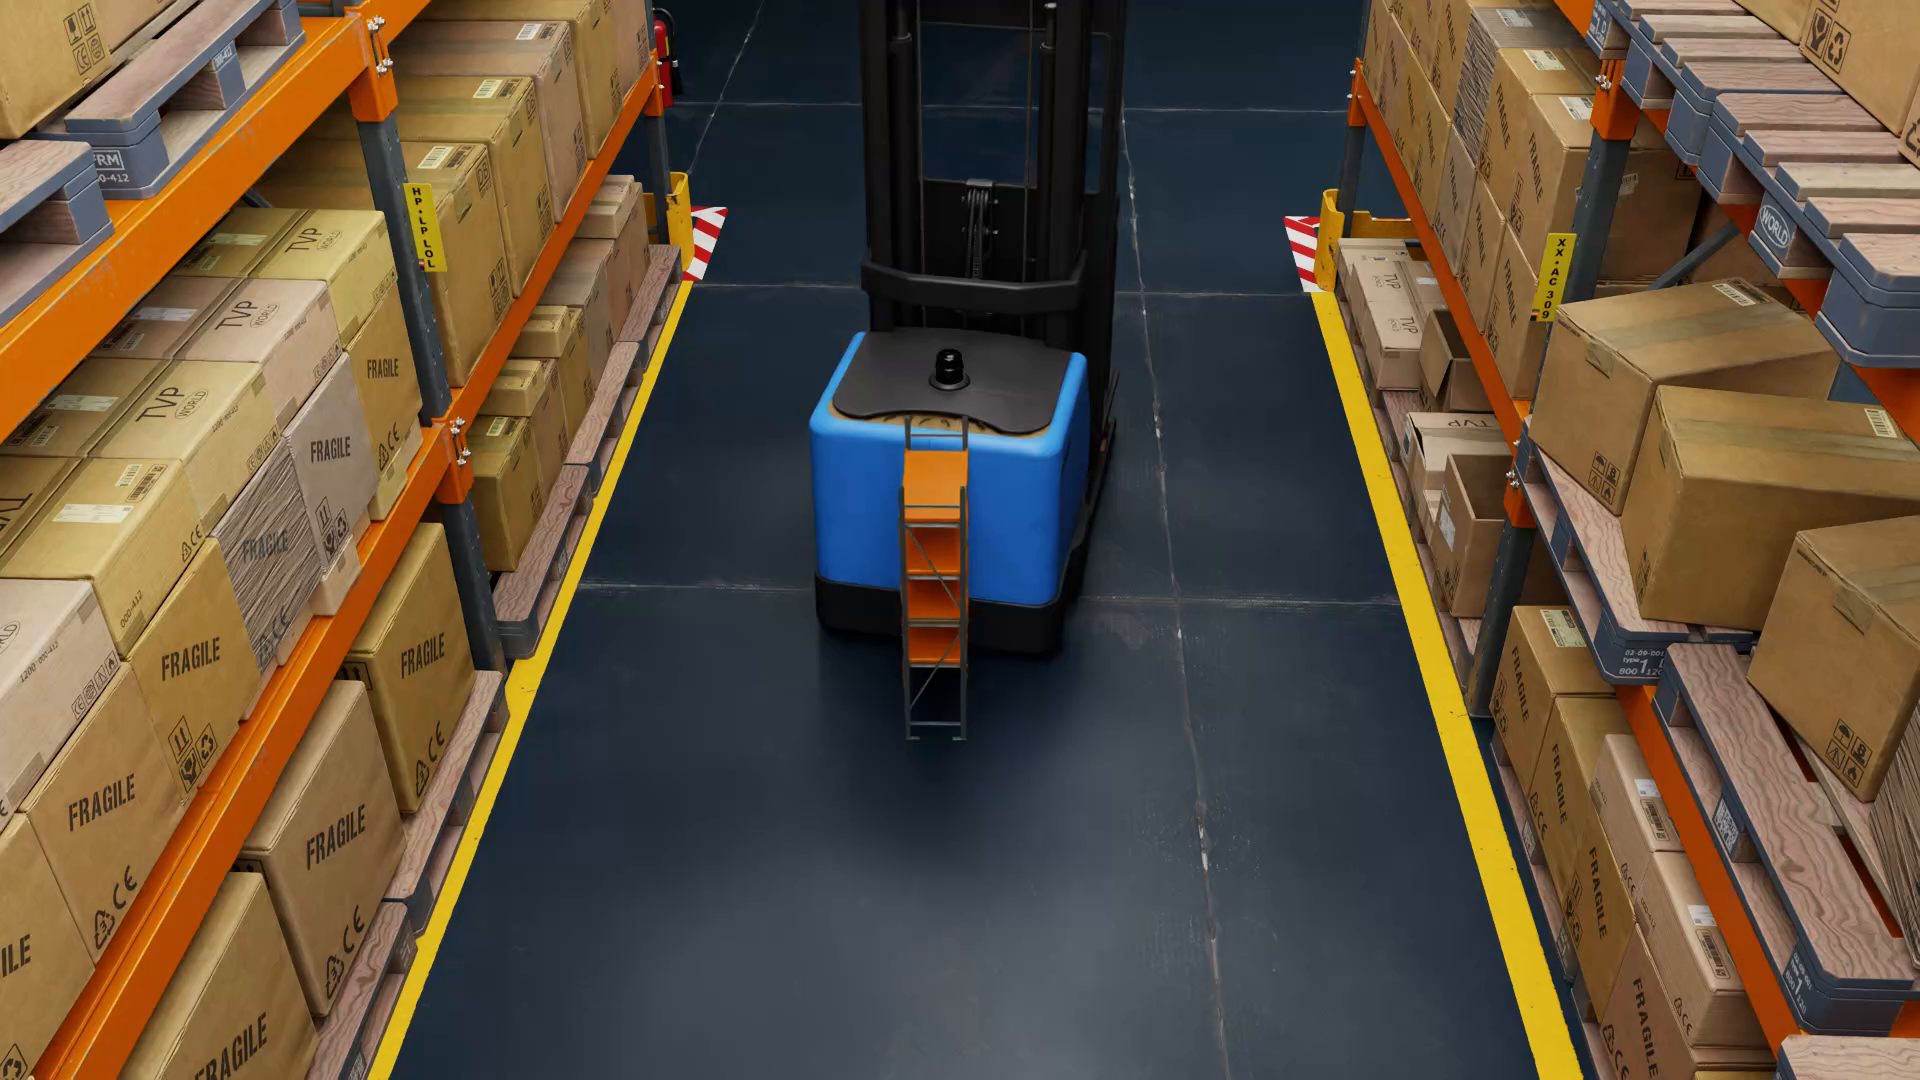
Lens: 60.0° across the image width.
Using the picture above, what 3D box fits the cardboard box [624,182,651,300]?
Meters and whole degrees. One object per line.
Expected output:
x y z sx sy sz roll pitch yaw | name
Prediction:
-2.156 -1.683 9.345 0.700 0.500 0.500 1 35 2 | cardboard box

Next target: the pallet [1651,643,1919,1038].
2.474 0.731 4.268 1.003 0.211 1.213 1 35 2 | pallet

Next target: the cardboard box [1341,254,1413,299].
2.352 -1.471 9.316 0.380 0.166 0.250 1 35 2 | cardboard box

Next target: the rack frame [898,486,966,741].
-0.098 0.303 6.275 0.240 1.200 0.015 0 35 1 | rack frame

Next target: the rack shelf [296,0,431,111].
-2.308 -2.722 7.032 1.077 0.370 4.000 1 35 2 | rack shelf

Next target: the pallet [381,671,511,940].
-2.344 0.946 6.221 1.003 0.211 1.213 1 35 2 | pallet

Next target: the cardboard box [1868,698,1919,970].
2.541 0.672 3.733 0.700 0.500 0.500 8 36 11 | cardboard box

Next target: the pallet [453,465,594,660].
-2.279 0.065 7.473 1.003 0.211 1.213 1 35 2 | pallet

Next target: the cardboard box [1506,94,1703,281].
2.323 -1.275 5.998 0.500 0.500 0.500 2 35 2 | cardboard box

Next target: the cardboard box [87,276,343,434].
-2.182 -0.550 4.909 0.500 0.250 0.500 2 35 3 | cardboard box

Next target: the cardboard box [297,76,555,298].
-2.315 -1.494 7.006 0.980 0.700 0.700 0 35 1 | cardboard box

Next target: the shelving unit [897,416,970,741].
-0.093 0.163 6.474 0.258 1.200 0.503 0 35 1 | shelving unit

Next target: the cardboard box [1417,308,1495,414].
2.632 -0.766 8.020 0.797 0.503 0.637 1 35 2 | cardboard box

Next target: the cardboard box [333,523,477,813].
-2.284 0.444 6.014 0.750 0.750 0.750 2 35 2 | cardboard box

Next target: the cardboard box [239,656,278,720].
-2.214 0.384 4.796 0.380 0.149 0.250 0 35 1 | cardboard box

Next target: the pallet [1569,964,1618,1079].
2.520 1.784 5.028 1.003 0.211 1.213 1 35 2 | pallet

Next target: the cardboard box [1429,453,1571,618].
2.301 -0.019 6.960 0.500 0.500 0.500 1 35 2 | cardboard box

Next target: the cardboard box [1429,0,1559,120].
2.383 -2.148 7.241 0.500 0.500 0.500 1 35 1 | cardboard box

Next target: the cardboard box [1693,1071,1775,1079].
2.225 1.773 4.410 0.500 0.500 0.500 0 35 0 | cardboard box

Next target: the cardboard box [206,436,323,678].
-2.194 0.042 4.719 0.500 0.500 0.500 1 35 2 | cardboard box

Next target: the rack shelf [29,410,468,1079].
-2.469 0.803 4.624 1.077 0.370 4.000 1 35 2 | rack shelf

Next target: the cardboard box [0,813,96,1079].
-2.243 0.913 3.479 0.500 0.500 0.500 2 35 3 | cardboard box

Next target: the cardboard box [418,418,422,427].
-2.460 -0.403 6.960 0.380 0.149 0.250 1 35 2 | cardboard box

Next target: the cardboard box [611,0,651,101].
-2.238 -2.768 8.819 0.980 0.700 0.700 3 35 4 | cardboard box

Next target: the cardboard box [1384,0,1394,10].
2.441 -3.027 8.492 0.500 0.500 0.500 2 35 3 | cardboard box

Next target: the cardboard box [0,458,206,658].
-2.222 0.036 4.075 0.500 0.250 0.500 1 35 1 | cardboard box

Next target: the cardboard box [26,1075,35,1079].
-2.190 1.273 3.531 0.380 0.149 0.250 2 35 3 | cardboard box

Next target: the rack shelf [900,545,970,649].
-0.093 0.218 6.513 0.258 0.148 0.480 0 35 1 | rack shelf

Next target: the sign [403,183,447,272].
-1.846 -1.075 5.732 0.100 0.325 0.005 1 35 2 | sign

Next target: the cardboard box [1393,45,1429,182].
2.403 -2.033 7.948 0.500 0.500 0.500 1 35 2 | cardboard box

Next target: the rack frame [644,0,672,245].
-2.228 -2.939 9.322 1.000 3.000 0.127 1 35 2 | rack frame

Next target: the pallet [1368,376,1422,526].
2.636 -0.484 8.256 1.003 0.211 1.213 1 35 2 | pallet

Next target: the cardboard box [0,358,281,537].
-2.202 -0.257 4.492 0.500 0.250 0.500 2 35 3 | cardboard box

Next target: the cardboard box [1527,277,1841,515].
2.319 -0.474 5.363 0.700 0.500 0.500 -10 36 -14 | cardboard box

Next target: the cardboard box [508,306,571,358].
-2.039 -0.975 7.773 0.380 0.149 0.250 0 35 1 | cardboard box

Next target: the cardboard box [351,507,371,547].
-2.161 -0.052 5.416 0.380 0.149 0.250 2 35 3 | cardboard box

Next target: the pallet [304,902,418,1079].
-2.390 1.648 5.221 1.003 0.211 1.213 1 35 2 | pallet

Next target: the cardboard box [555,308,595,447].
-2.209 -0.800 8.089 0.700 0.500 0.500 2 35 3 | cardboard box

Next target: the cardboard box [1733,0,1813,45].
2.468 -1.721 4.443 0.600 0.600 0.600 -2 35 -3 | cardboard box

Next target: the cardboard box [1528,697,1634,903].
2.288 0.894 5.661 0.500 0.500 0.500 2 35 3 | cardboard box

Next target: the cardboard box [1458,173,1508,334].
2.345 -1.158 6.703 0.500 0.500 0.500 2 35 3 | cardboard box

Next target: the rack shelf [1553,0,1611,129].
2.642 -2.610 6.872 1.077 0.370 4.000 1 35 2 | rack shelf

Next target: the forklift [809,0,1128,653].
0.179 -1.570 7.435 1.130 2.935 3.031 7 36 9 | forklift
